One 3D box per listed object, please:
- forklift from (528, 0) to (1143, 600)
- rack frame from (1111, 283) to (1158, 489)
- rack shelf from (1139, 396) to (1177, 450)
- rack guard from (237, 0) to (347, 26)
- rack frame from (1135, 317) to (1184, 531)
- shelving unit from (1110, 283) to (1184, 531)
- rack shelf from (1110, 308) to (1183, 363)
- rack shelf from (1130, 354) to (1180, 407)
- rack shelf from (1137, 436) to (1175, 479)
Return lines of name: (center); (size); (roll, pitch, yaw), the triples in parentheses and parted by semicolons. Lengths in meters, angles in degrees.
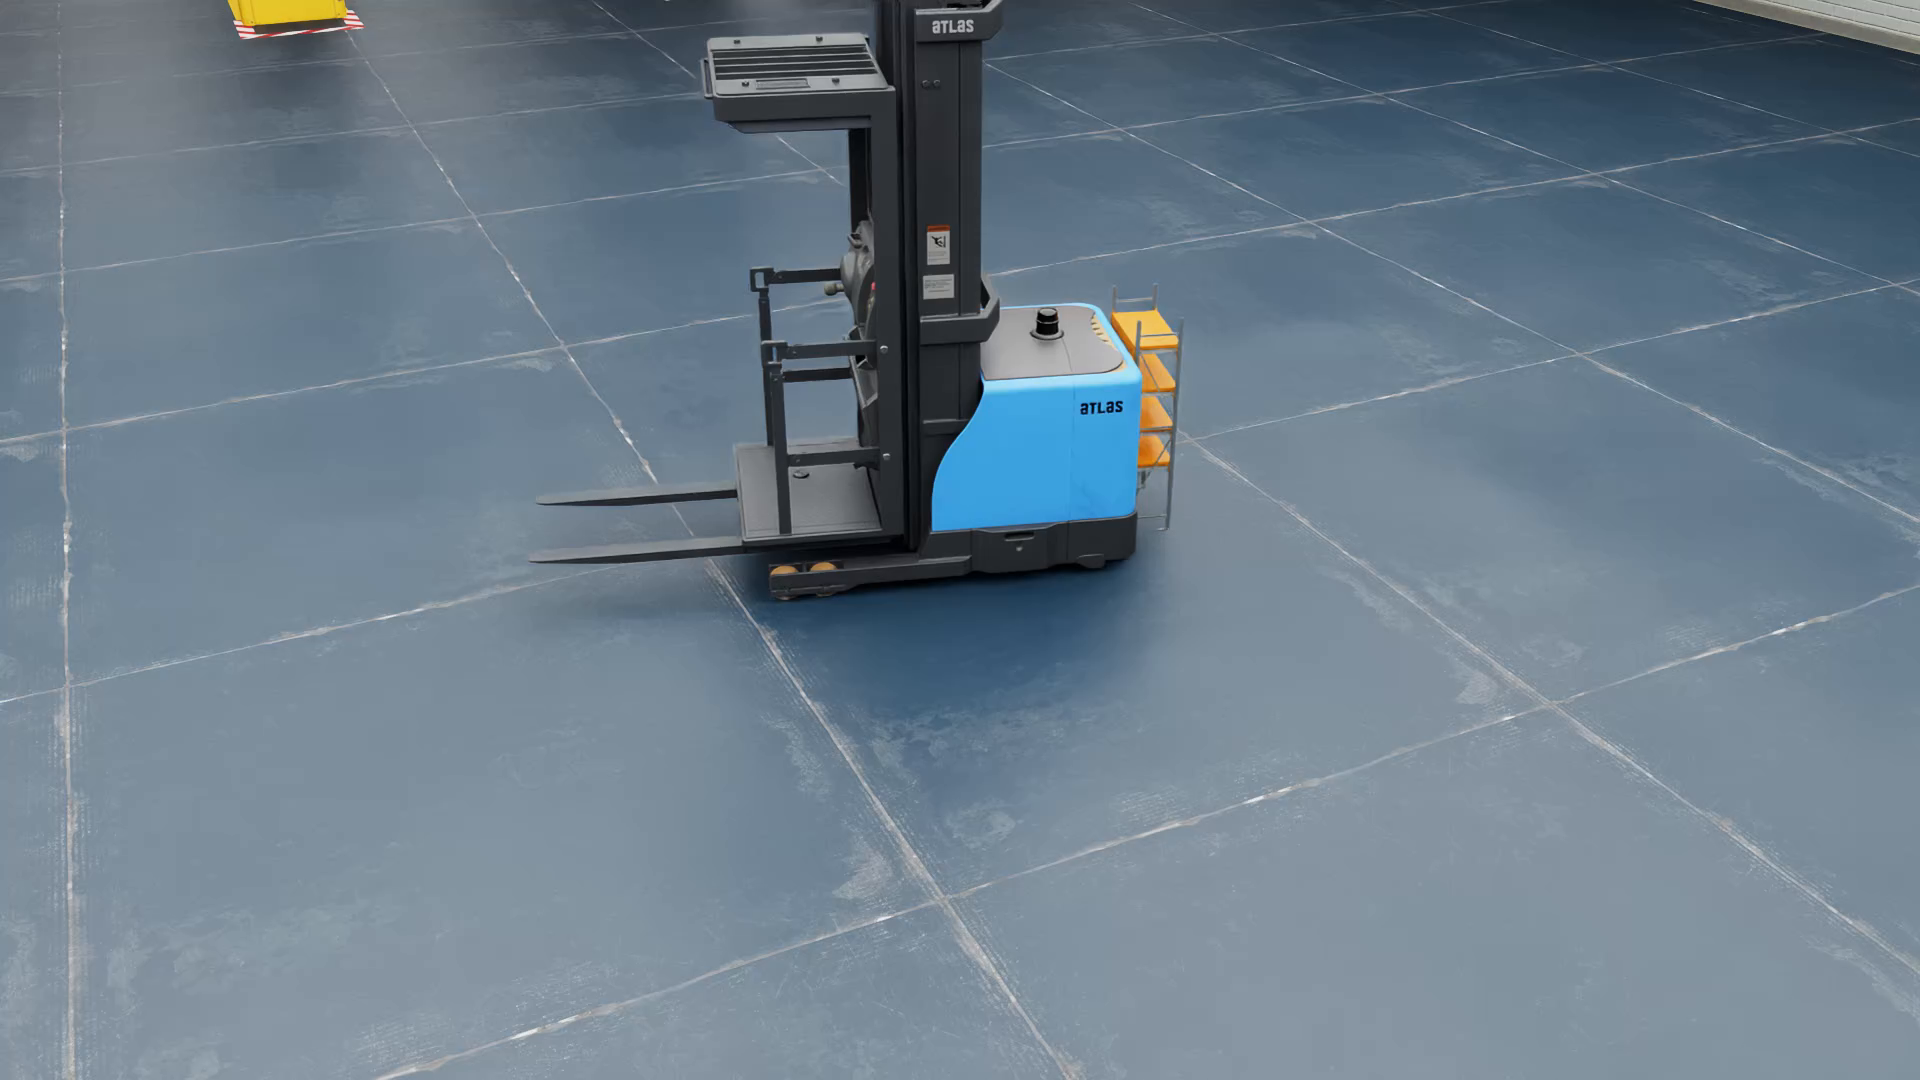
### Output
forklift: (-0.666, -1.261, 8.002); (3.031, 2.935, 1.130); (-5, 30, -8)
rack frame: (0.913, -0.806, 8.961); (0.240, 1.200, 0.015); (-5, 30, -8)
rack shelf: (0.954, -0.630, 8.784); (0.258, 0.148, 0.480); (-5, 30, -8)
rack guard: (-7.934, -6.433, 19.711); (1.175, 0.500, 0.348); (-13, 32, -22)
rack frame: (0.995, -0.571, 8.541); (0.240, 1.200, 0.015); (-5, 30, -8)
shelving unit: (0.954, -0.689, 8.751); (0.258, 1.200, 0.503); (-5, 30, -8)
rack shelf: (0.954, -1.031, 8.559); (0.258, 0.148, 0.480); (-5, 30, -8)
rack shelf: (0.954, -0.825, 8.675); (0.258, 0.148, 0.480); (-5, 30, -8)
rack shelf: (0.954, -0.457, 8.881); (0.258, 0.148, 0.480); (-5, 30, -8)
